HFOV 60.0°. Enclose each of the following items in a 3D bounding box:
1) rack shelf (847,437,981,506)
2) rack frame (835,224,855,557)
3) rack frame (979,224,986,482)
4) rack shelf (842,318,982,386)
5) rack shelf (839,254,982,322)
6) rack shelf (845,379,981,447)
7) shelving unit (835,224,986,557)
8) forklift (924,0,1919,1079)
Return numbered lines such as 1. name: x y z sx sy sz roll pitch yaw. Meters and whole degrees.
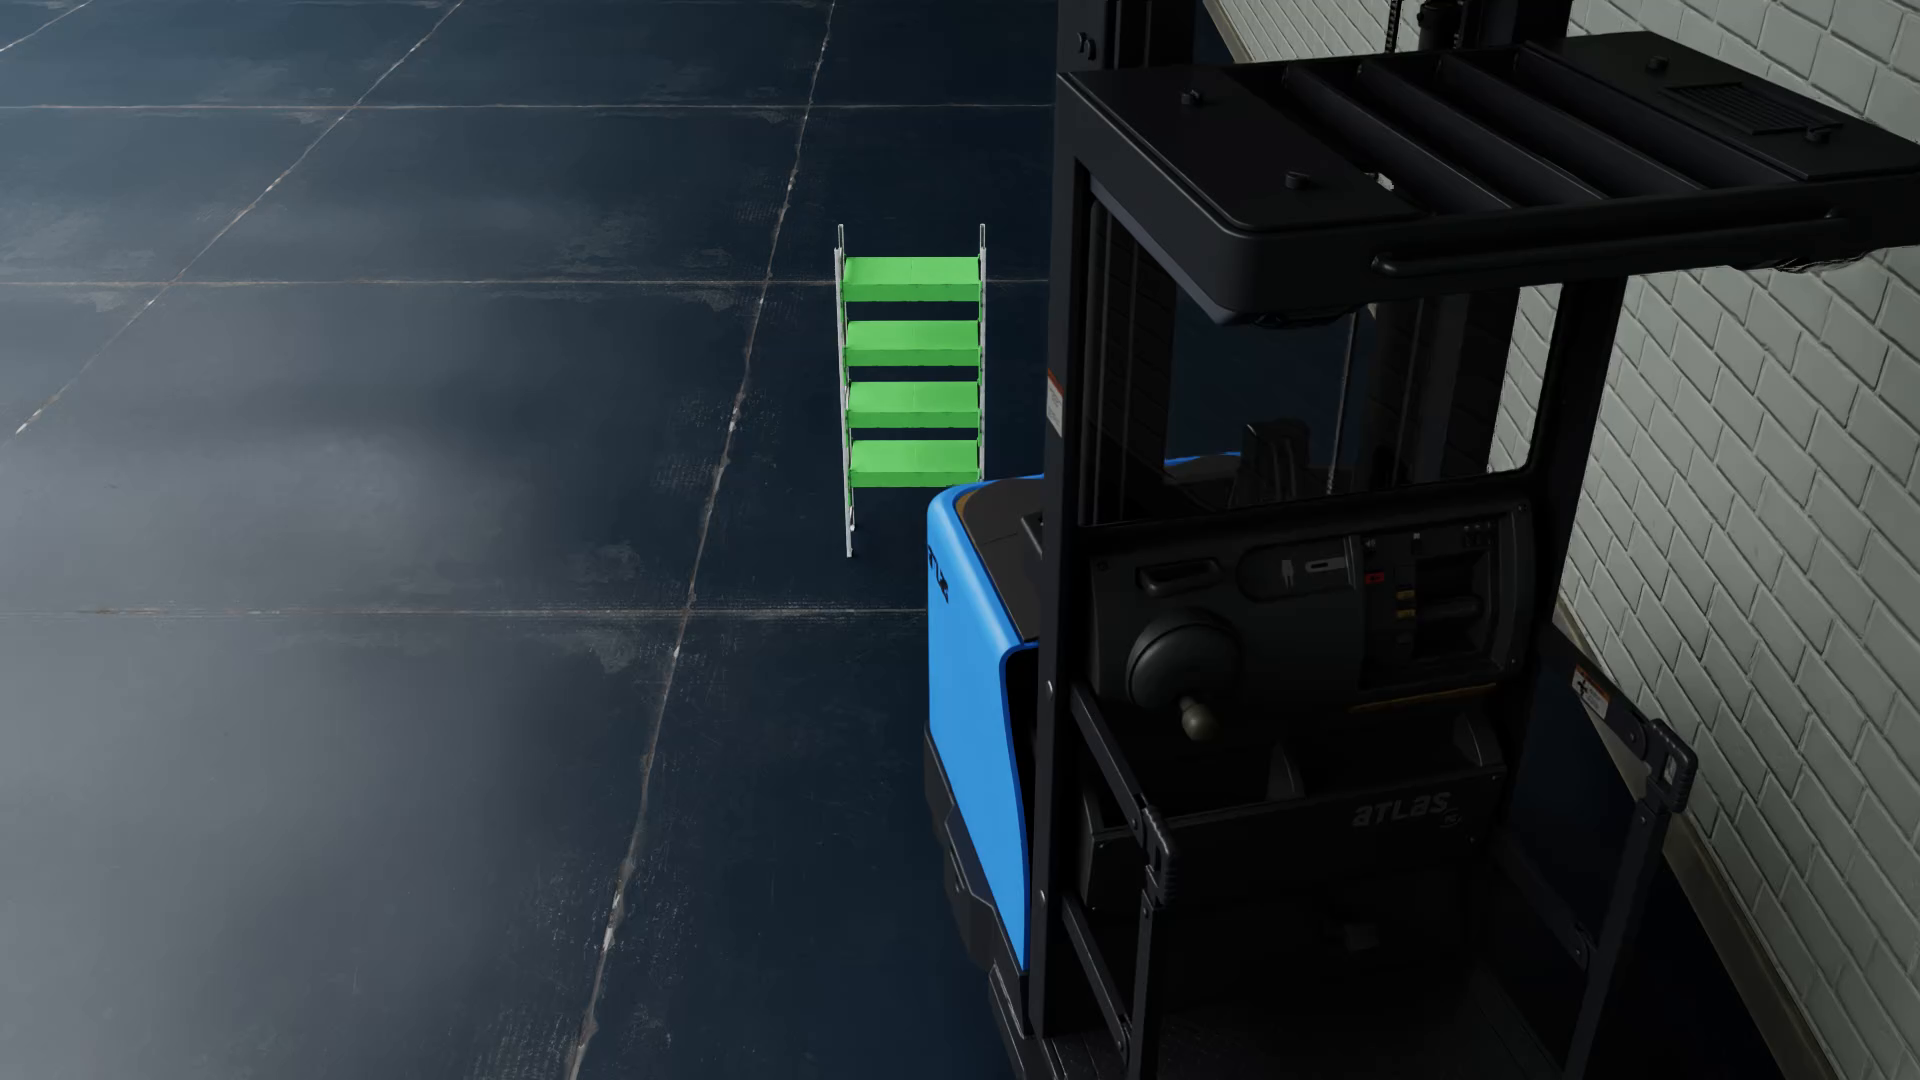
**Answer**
1. rack shelf: -0.166 -0.253 6.096 0.480 0.148 0.258 0 31 0
2. rack frame: -0.410 -0.512 5.937 0.015 1.200 0.240 0 31 0
3. rack frame: 0.078 -0.513 5.939 0.015 1.200 0.240 0 31 0
4. rack shelf: -0.166 -0.663 5.847 0.480 0.148 0.258 0 31 0
5. rack shelf: -0.166 -0.868 5.722 0.480 0.148 0.258 0 31 0
6. rack shelf: -0.166 -0.458 5.971 0.480 0.148 0.258 0 31 0
7. shelving unit: -0.166 -0.512 5.938 0.503 1.200 0.258 0 31 0
8. forklift: 0.756 0.202 3.091 1.130 2.935 3.031 -8 32 -12
